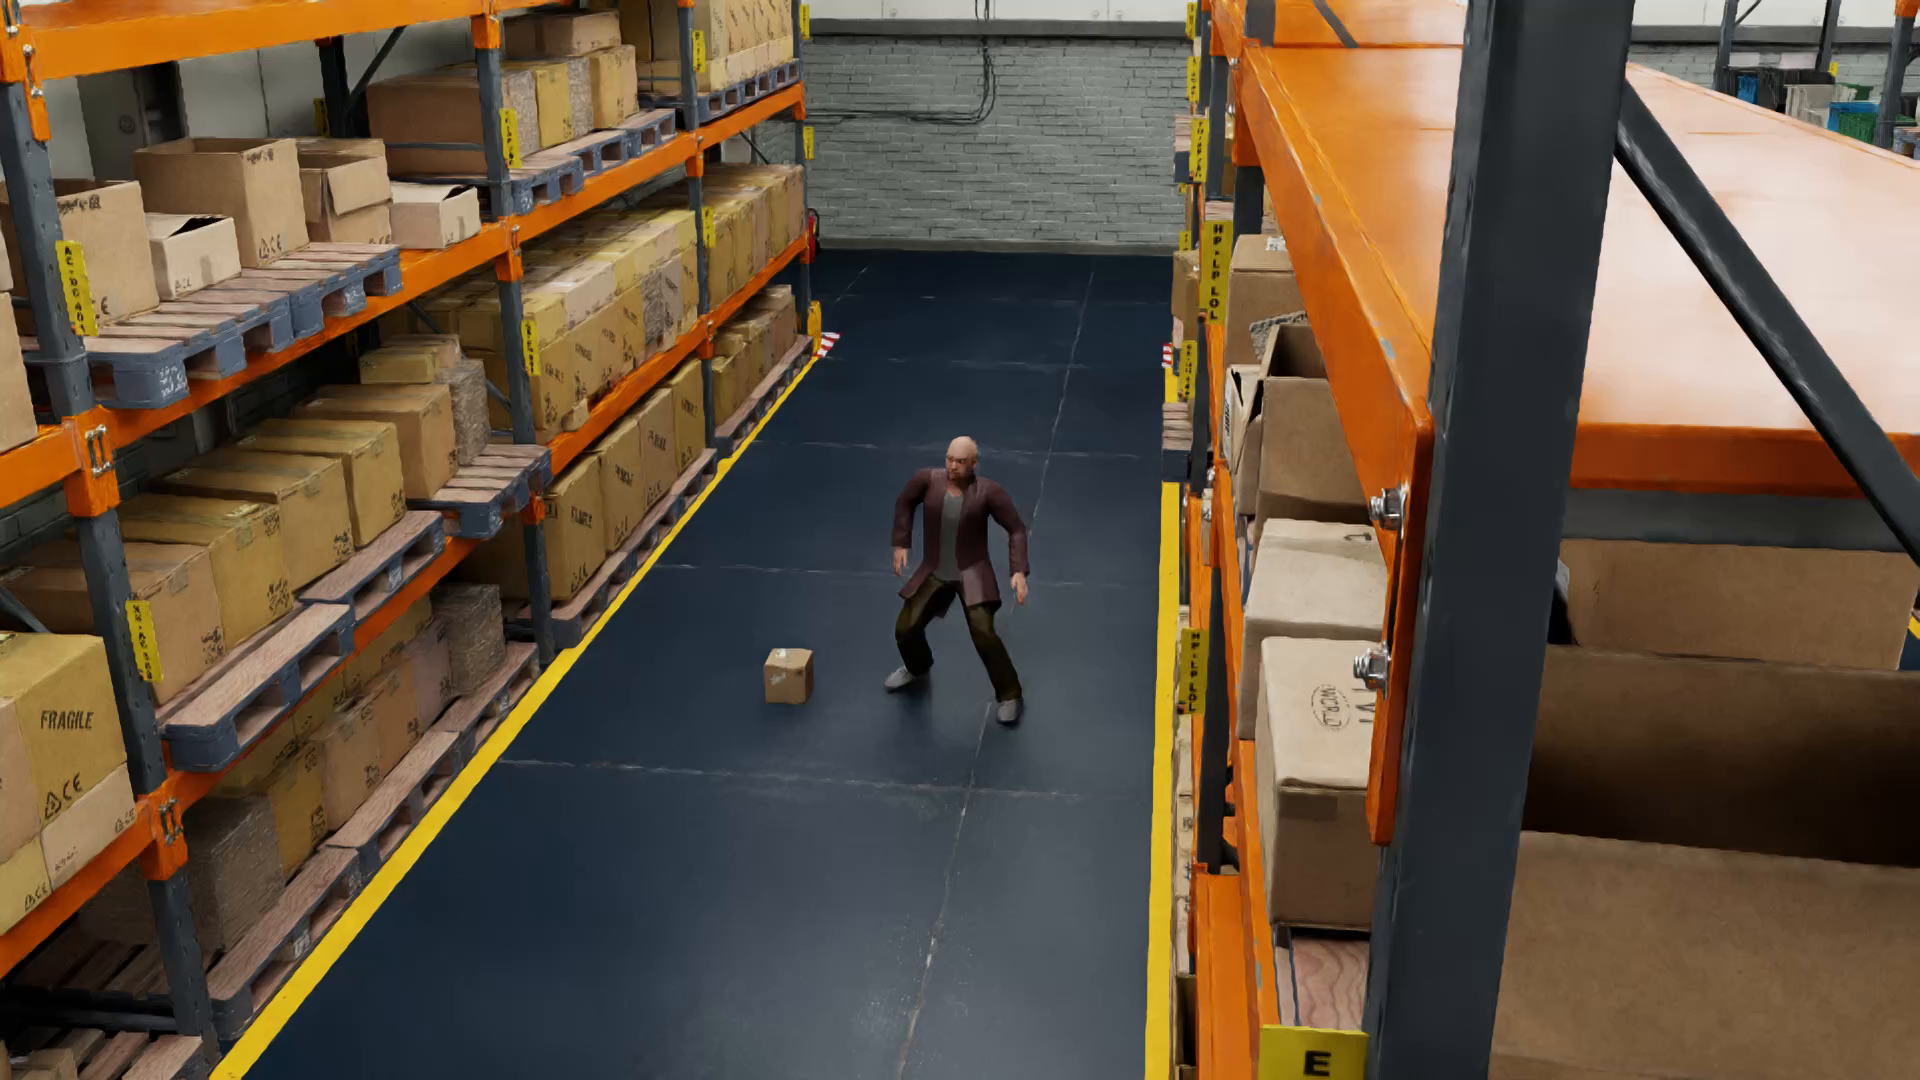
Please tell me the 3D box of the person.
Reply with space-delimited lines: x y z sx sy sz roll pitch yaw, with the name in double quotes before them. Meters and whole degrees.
"person" -0.032 0.191 9.808 0.917 1.631 0.568 8 22 19
